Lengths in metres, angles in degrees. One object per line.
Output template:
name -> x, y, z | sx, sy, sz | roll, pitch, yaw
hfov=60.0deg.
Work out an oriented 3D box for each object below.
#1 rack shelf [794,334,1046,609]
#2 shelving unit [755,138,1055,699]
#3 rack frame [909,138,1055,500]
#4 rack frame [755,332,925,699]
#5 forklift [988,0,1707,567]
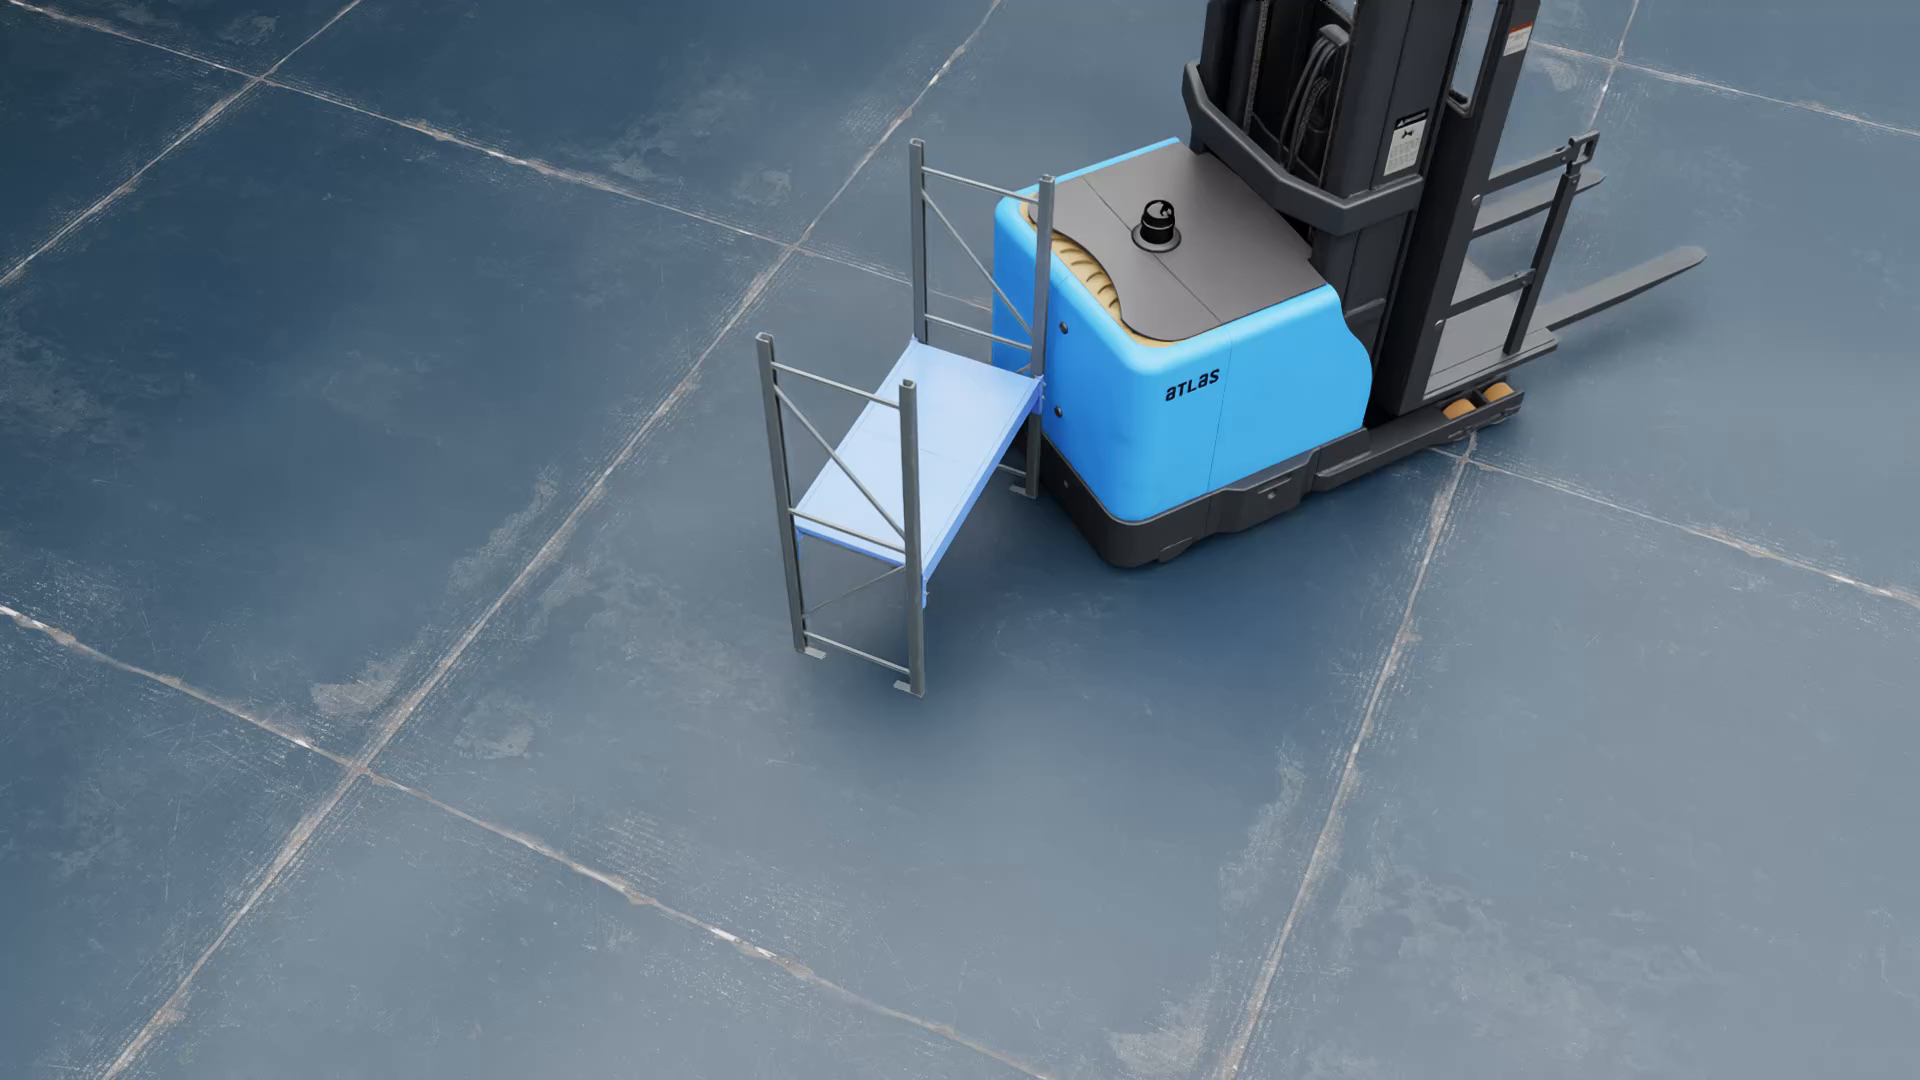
rack shelf -> -0.143, -0.260, 5.723 | 0.538, 0.185, 1.000 | 19, 52, 16
shelving unit -> -0.143, -0.377, 5.586 | 0.538, 1.500, 1.048 | 19, 52, 16
rack frame -> 0.068, -0.729, 5.886 | 0.500, 1.500, 0.032 | 19, 52, 16
rack frame -> -0.355, -0.025, 5.286 | 0.500, 1.500, 0.032 | 19, 52, 16
forklift -> 1.650, -1.676, 5.751 | 3.031, 2.935, 1.130 | -23, 53, -18
